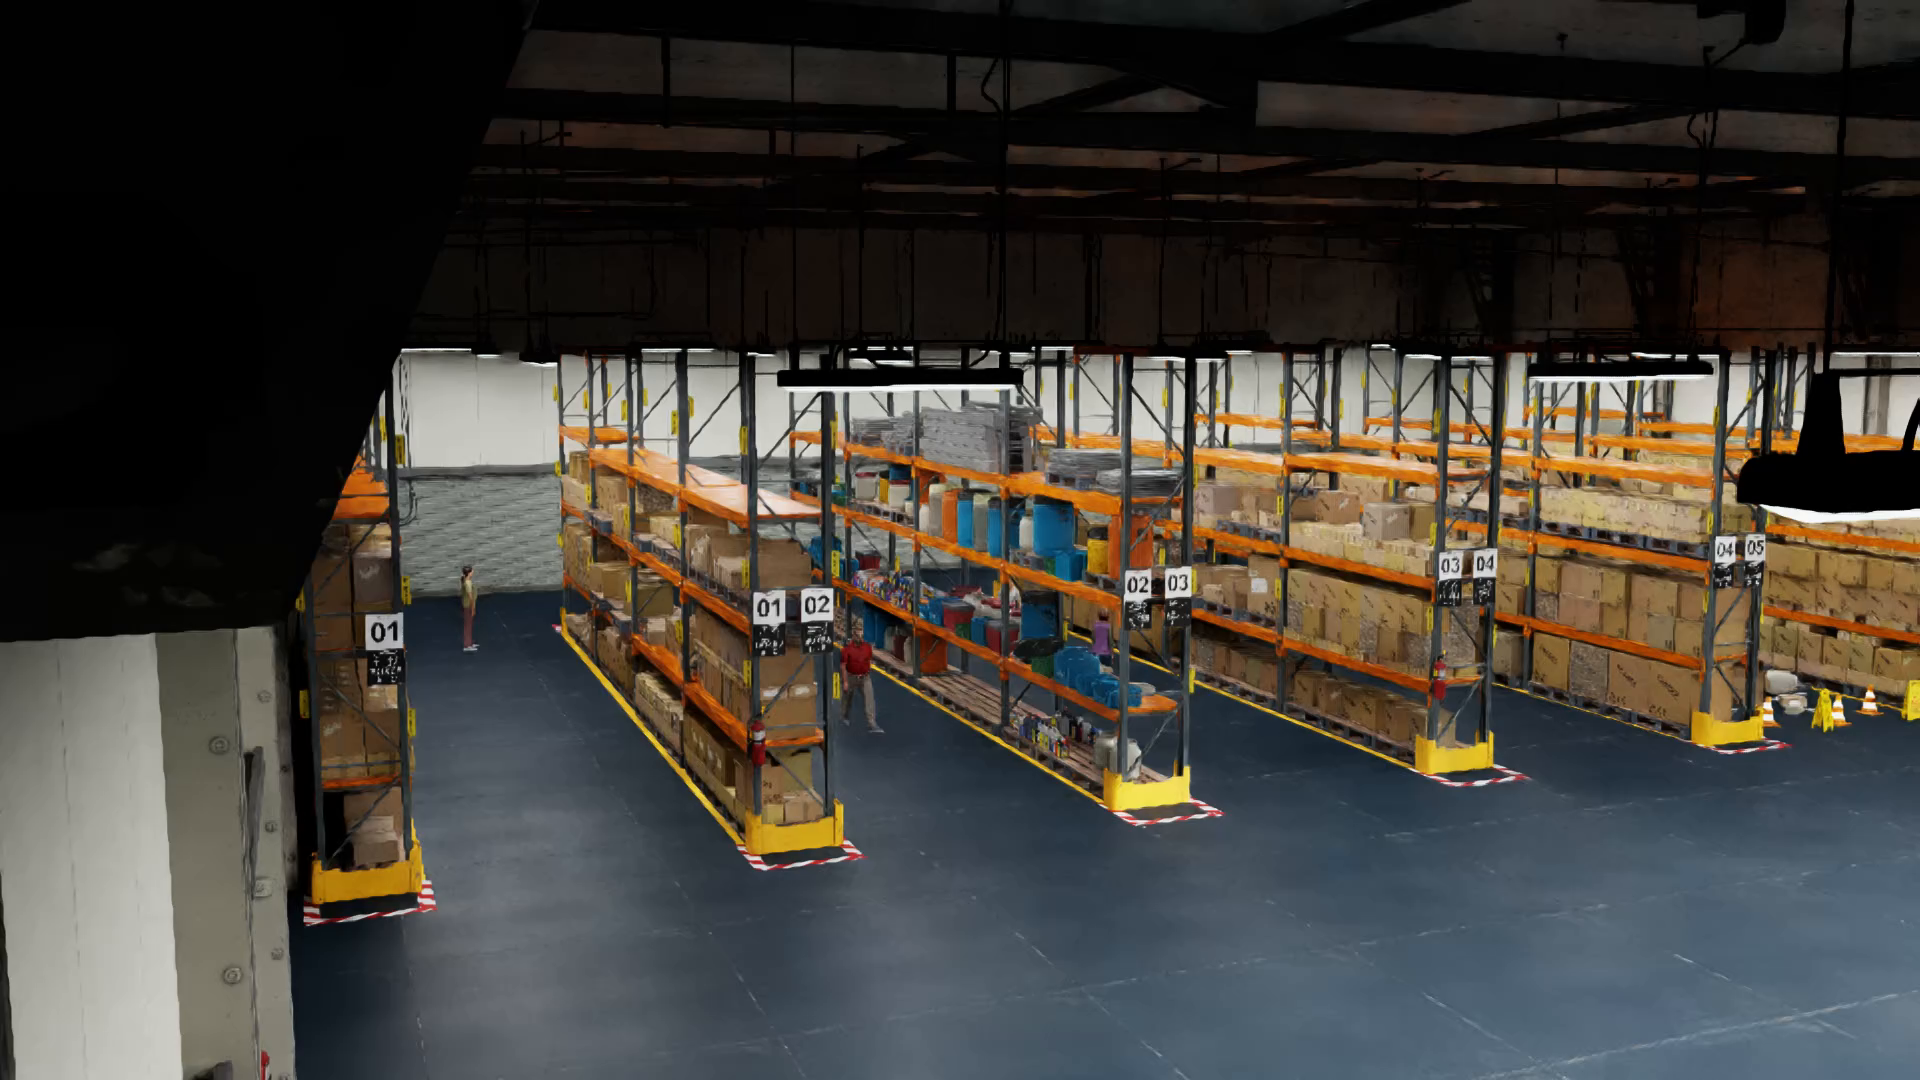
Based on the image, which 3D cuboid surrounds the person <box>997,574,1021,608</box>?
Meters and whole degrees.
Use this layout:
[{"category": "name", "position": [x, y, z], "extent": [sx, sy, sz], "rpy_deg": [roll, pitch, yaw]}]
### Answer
[{"category": "person", "position": [0.953, 1.450, 32.141], "extent": [0.455, 1.612, 1.019], "rpy_deg": [-3, 8, -22]}]

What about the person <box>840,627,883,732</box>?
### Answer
[{"category": "person", "position": [-1.615, 2.174, 26.175], "extent": [0.547, 1.639, 1.116], "rpy_deg": [-3, 8, -23]}]

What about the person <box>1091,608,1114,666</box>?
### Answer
[{"category": "person", "position": [2.446, 1.942, 28.257], "extent": [0.504, 1.603, 0.419], "rpy_deg": [6, 10, 41]}]

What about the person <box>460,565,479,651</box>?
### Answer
[{"category": "person", "position": [-9.653, 1.328, 32.749], "extent": [0.390, 1.673, 0.557], "rpy_deg": [-5, 9, -32]}]
